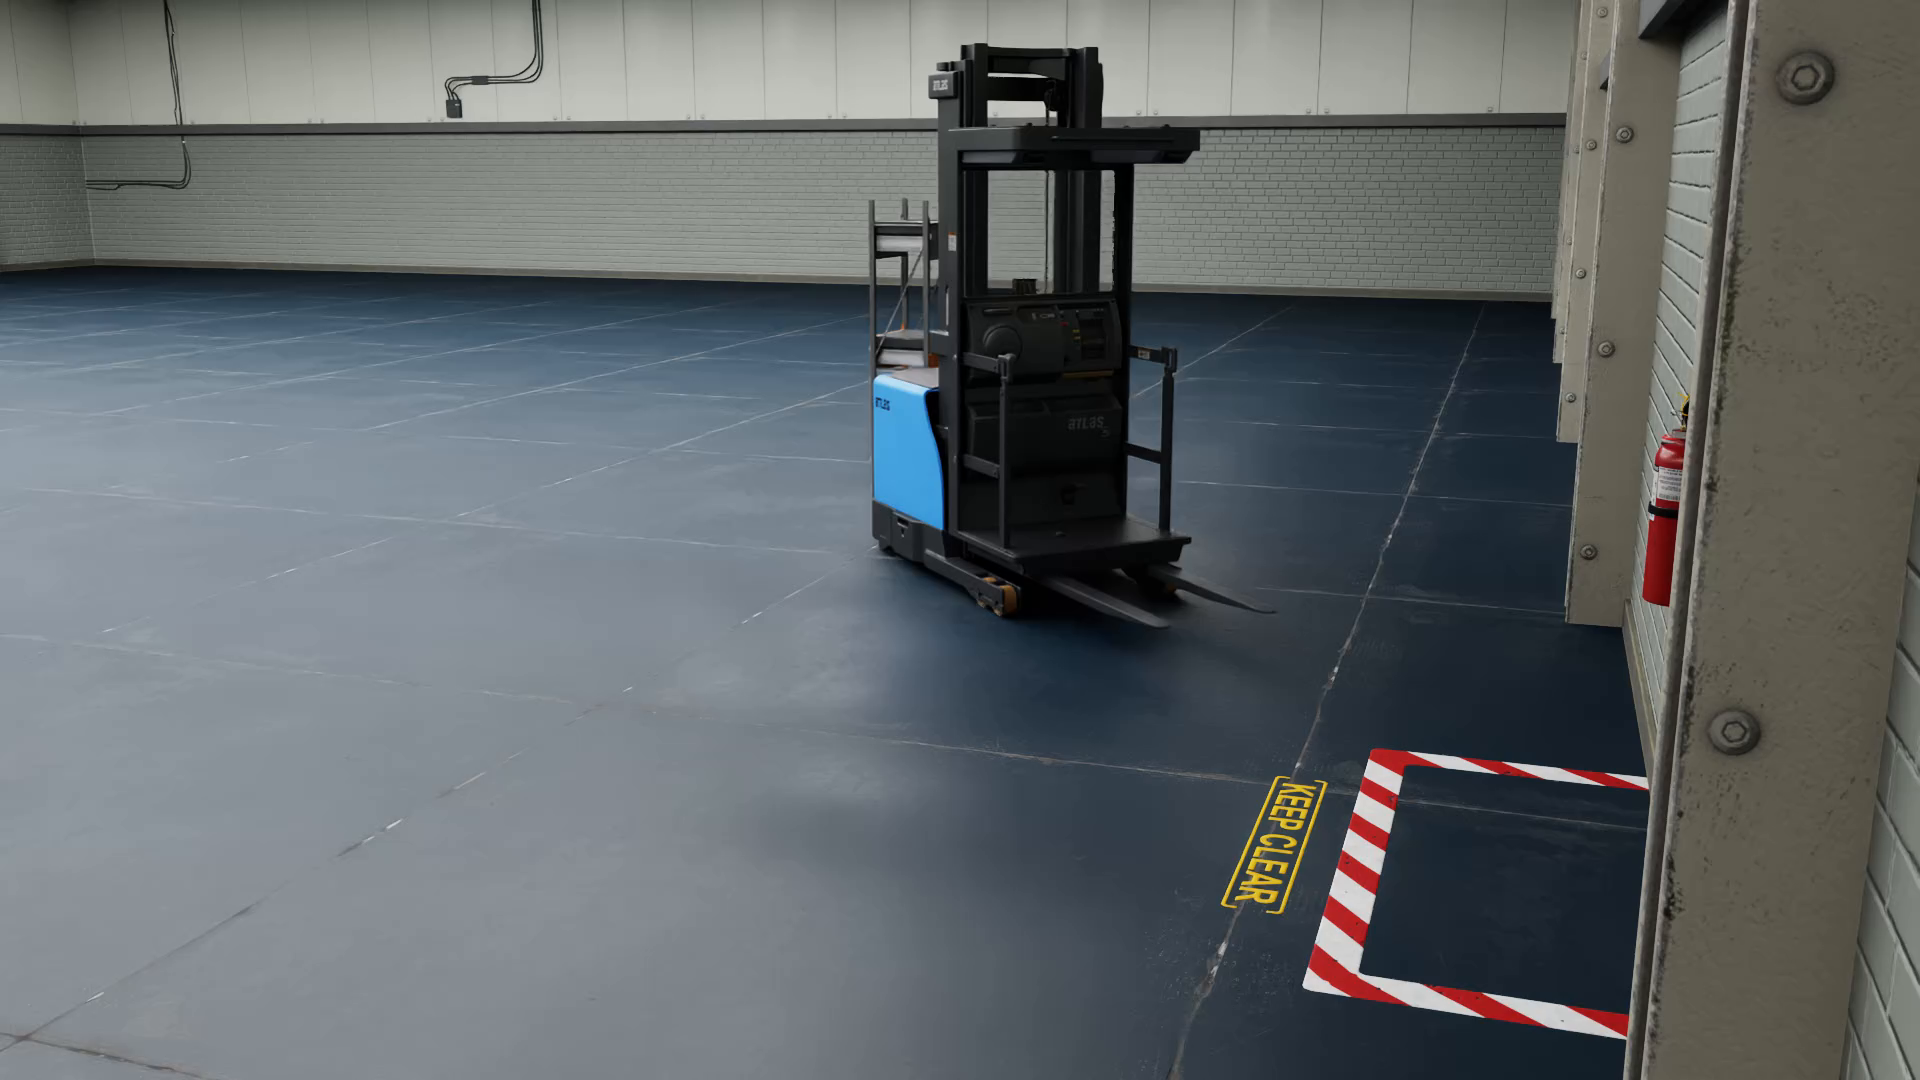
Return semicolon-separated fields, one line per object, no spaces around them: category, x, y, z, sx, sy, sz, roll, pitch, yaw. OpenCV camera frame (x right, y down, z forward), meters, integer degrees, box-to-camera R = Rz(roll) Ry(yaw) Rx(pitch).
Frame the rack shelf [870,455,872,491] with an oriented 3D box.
rack shelf;-0.282;-0.409;10.768;0.431;0.518;0.480;5;14;22

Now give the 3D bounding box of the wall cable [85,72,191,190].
wall cable;-18.430;-9.059;36.932;3.097;2.526;0.112;4;14;18

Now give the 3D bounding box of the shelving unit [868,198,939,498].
shelving unit;-0.282;-1.105;10.609;0.431;2.100;0.503;5;14;22

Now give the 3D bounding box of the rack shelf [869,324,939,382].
rack shelf;-0.282;-1.091;10.612;0.431;0.518;0.480;5;14;22

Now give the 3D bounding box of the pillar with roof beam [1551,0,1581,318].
pillar with roof beam;5.098;-8.089;25.707;9.100;9.000;0.400;4;14;18

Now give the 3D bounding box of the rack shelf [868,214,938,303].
rack shelf;-0.282;-1.774;10.456;0.431;0.518;0.480;5;14;22

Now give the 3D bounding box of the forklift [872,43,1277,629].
forklift;0.560;-1.140;8.895;1.130;2.935;3.031;-6;14;-25

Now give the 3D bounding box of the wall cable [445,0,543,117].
wall cable;-9.452;-11.544;33.199;2.305;6.003;0.169;4;14;18

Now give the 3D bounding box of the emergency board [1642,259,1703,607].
emergency board;2.241;-0.319;5.145;0.194;1.169;0.643;4;14;18

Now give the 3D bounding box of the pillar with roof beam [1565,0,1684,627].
pillar with roof beam;-0.726;-4.300;9.103;9.100;9.000;0.400;4;14;18

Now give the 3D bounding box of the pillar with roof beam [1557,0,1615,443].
pillar with roof beam;1.215;-5.563;14.637;9.100;9.000;0.400;4;14;18

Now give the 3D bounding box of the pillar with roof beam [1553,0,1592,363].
pillar with roof beam;3.156;-6.826;20.172;9.100;9.000;0.400;4;14;18

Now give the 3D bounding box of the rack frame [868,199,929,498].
rack frame;-0.376;-1.055;10.390;0.400;2.100;0.015;5;14;22

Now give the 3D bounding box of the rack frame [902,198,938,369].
rack frame;-0.187;-1.155;10.828;0.400;2.100;0.015;5;14;22

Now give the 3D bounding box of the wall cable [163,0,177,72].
wall cable;-15.870;-11.326;35.516;3.097;2.526;0.112;4;14;18
